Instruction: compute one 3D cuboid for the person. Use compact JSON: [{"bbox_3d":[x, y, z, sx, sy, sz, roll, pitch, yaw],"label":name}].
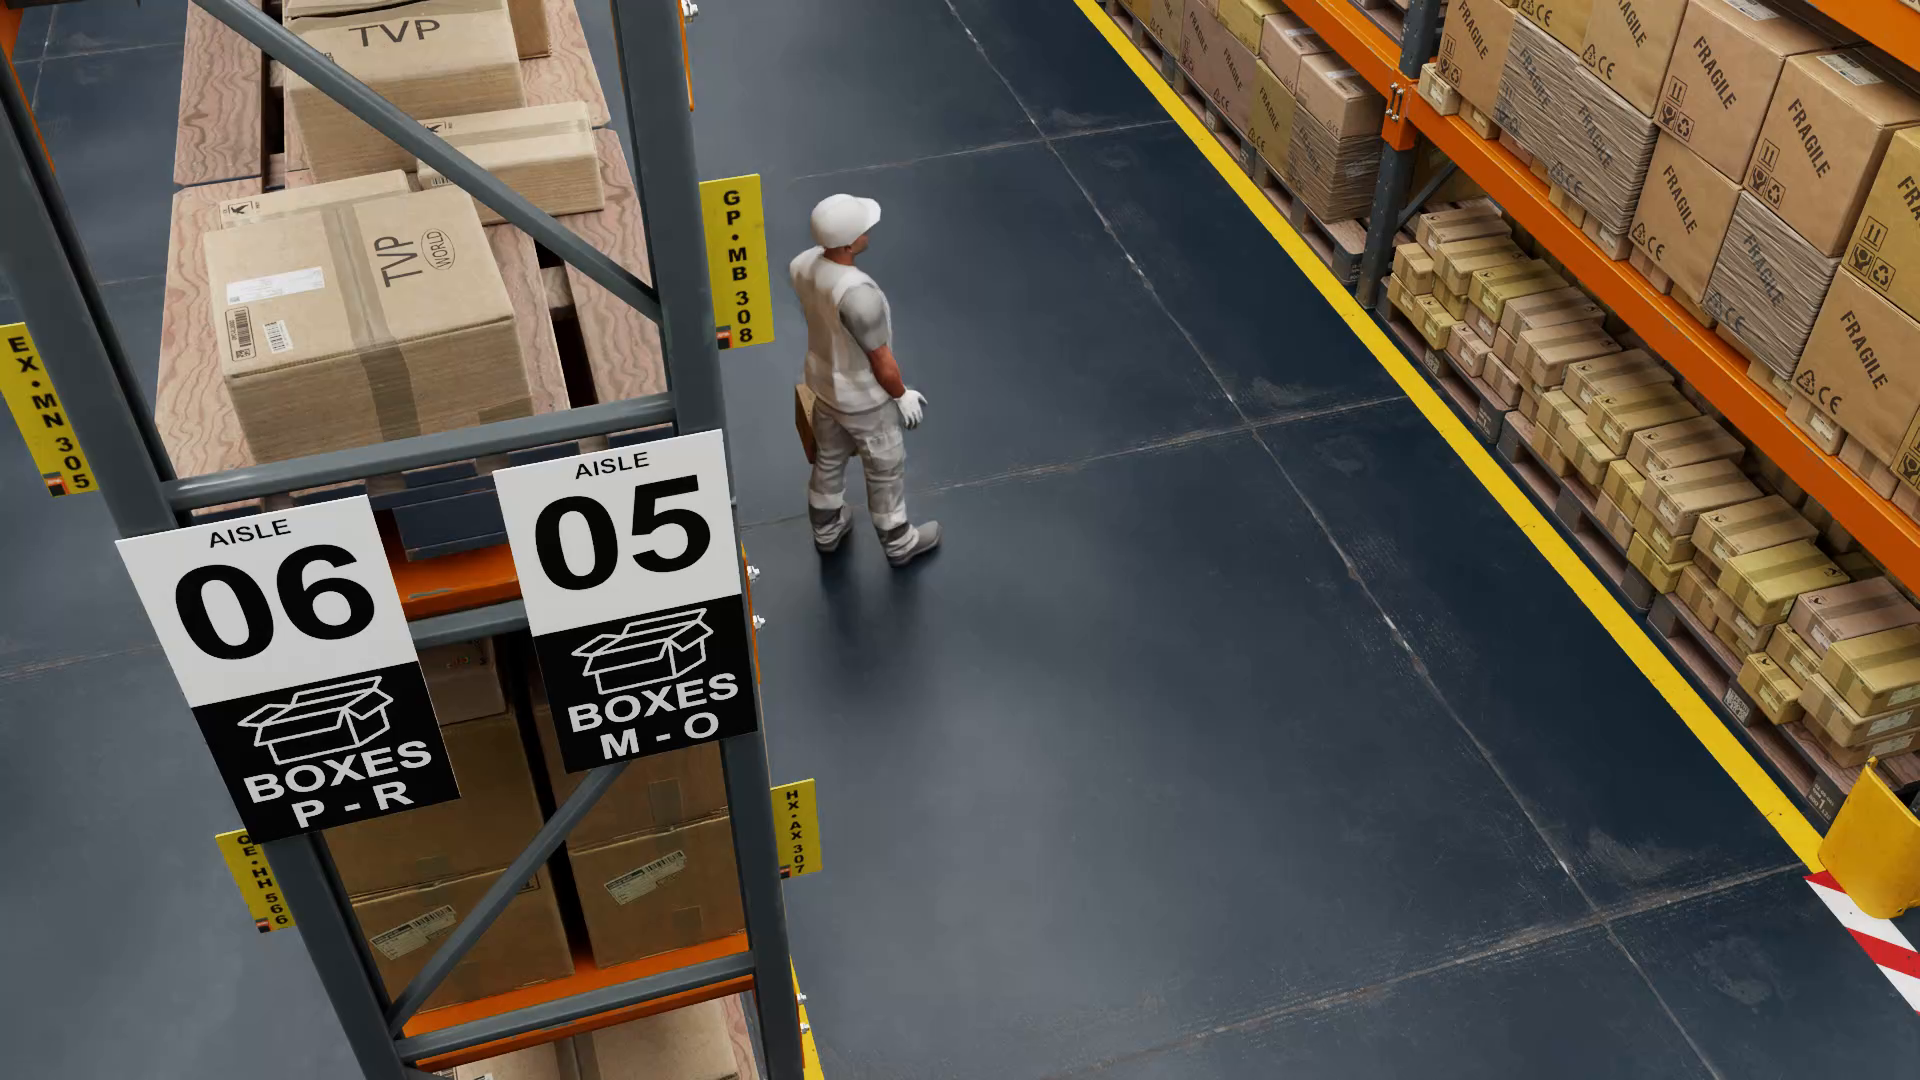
[{"bbox_3d":[-0.371,-0.655,6.835,0.515,1.796,0.560,-26,48,-26],"label":"person"}]
